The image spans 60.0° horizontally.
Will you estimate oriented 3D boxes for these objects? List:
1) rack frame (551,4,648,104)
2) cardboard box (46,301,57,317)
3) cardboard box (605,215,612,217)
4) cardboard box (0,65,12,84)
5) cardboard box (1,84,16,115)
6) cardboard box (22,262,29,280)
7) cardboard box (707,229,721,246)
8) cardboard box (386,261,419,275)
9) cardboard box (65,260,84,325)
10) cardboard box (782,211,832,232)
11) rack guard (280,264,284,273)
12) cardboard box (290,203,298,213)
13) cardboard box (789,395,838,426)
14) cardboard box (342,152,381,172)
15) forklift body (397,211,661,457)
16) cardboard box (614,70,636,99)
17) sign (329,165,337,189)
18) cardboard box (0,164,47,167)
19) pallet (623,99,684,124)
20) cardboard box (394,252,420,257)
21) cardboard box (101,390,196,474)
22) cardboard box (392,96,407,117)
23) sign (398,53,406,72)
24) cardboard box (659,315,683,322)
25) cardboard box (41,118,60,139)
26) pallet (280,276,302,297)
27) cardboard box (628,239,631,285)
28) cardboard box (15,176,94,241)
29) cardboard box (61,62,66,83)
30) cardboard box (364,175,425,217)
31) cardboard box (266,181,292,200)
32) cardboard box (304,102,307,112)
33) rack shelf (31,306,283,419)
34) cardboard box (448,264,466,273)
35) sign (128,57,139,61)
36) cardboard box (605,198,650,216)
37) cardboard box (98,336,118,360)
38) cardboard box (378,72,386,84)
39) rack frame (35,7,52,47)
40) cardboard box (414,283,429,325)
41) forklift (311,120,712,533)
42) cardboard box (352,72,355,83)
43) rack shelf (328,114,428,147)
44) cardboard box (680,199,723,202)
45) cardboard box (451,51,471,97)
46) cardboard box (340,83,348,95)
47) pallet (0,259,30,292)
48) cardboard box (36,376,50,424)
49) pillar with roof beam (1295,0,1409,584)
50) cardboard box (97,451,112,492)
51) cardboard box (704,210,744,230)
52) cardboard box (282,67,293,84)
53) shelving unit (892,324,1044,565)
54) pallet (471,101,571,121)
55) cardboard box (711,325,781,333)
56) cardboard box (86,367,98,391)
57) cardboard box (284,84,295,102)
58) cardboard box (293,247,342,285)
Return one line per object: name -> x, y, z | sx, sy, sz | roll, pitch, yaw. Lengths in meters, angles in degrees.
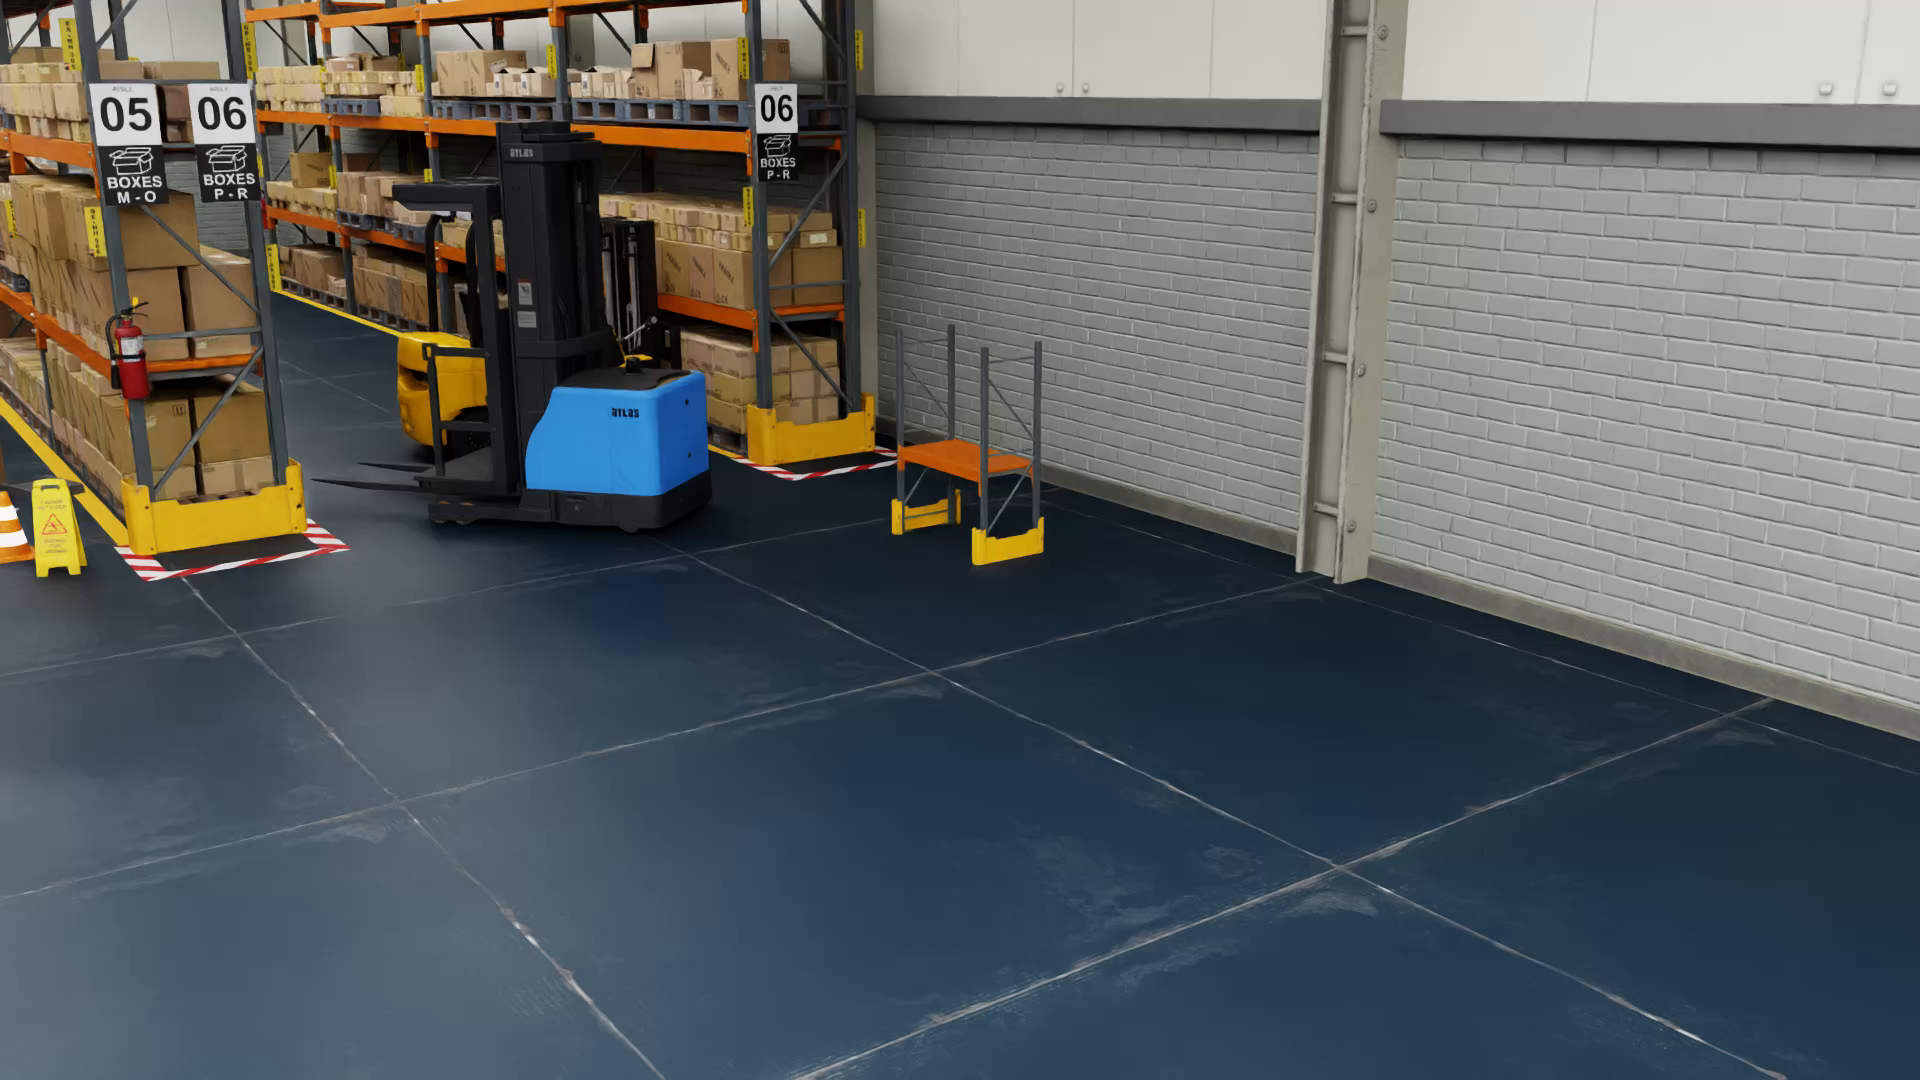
rack frame -> -3.682, -5.960, 16.804 | 1.000, 3.000, 0.127 | -11, 19, -35
cardboard box -> -7.578, -2.011, 14.216 | 0.380, 0.149, 0.250 | -10, 18, -33
cardboard box -> -3.293, -3.148, 16.476 | 0.380, 0.149, 0.250 | -10, 18, -33
cardboard box -> -7.774, -3.887, 13.879 | 0.380, 0.149, 0.250 | -11, 19, -36
cardboard box -> -7.657, -3.676, 13.864 | 0.500, 0.250, 0.500 | -11, 19, -36
cardboard box -> -8.221, -2.443, 15.001 | 0.380, 0.149, 0.250 | -11, 19, -34
cardboard box -> -2.038, -2.718, 14.908 | 0.380, 0.149, 0.250 | -10, 18, -34
cardboard box -> -7.572, -3.697, 22.613 | 0.380, 0.149, 0.250 | -10, 18, -33
cardboard box -> -6.467, -1.920, 12.658 | 0.500, 0.500, 0.500 | -11, 19, -35
cardboard box -> -1.355, -2.821, 14.720 | 0.380, 0.149, 0.250 | -11, 19, -36
rack guard -> -10.693, -4.407, 27.229 | 1.175, 0.500, 0.348 | -11, 19, -35
cardboard box -> -10.049, -5.112, 25.546 | 0.380, 0.149, 0.250 | -12, 19, -36
cardboard box -> -1.461, -1.223, 15.277 | 0.500, 0.250, 0.500 | -11, 19, -34
cardboard box -> -9.046, -5.566, 25.032 | 0.500, 0.500, 0.500 | -11, 19, -36
forklift body -> -3.921, -1.924, 15.032 | 2.313, 2.155, 1.214 | -11, 19, -35
cardboard box -> -3.055, -4.335, 15.819 | 0.396, 0.266, 0.258 | -11, 19, -36
sign -> -8.820, -5.106, 23.410 | 0.100, 0.325, 0.005 | -11, 19, -35
cardboard box -> -10.730, -4.040, 19.071 | 0.500, 0.500, 0.500 | -10, 18, -33
pallet -> -2.446, -4.032, 15.610 | 1.003, 0.211, 1.213 | -11, 19, -35
cardboard box -> -7.936, -4.050, 23.903 | 0.380, 0.149, 0.250 | -12, 19, -37
cardboard box -> -6.025, -0.809, 12.343 | 0.500, 0.500, 0.500 | -11, 19, -34
cardboard box -> -6.828, -5.474, 20.995 | 0.500, 0.250, 0.500 | -11, 19, -34
sign -> -7.939, -6.747, 23.639 | 0.100, 0.325, 0.005 | -11, 19, -35
cardboard box -> -3.057, -2.057, 16.430 | 0.500, 0.250, 0.500 | -10, 18, -33
cardboard box -> -6.718, -3.120, 12.587 | 0.380, 0.149, 0.250 | -11, 19, -35
pallet -> -10.223, -4.097, 26.646 | 1.003, 0.211, 1.213 | -11, 19, -35
cardboard box -> -3.014, -2.762, 16.297 | 0.500, 0.500, 0.500 | -11, 19, -35
cardboard box -> -7.329, -2.729, 13.717 | 0.700, 0.500, 0.500 | -11, 19, -34
cardboard box -> -6.311, -3.405, 12.120 | 0.380, 0.149, 0.250 | -11, 19, -35
cardboard box -> -7.516, -4.609, 22.248 | 0.700, 0.500, 0.500 | -11, 19, -35
cardboard box -> -10.689, -5.561, 26.432 | 0.500, 0.250, 0.500 | -11, 19, -34
cardboard box -> -9.402, -6.357, 24.414 | 0.380, 0.149, 0.250 | -10, 18, -33
rack shelf -> -6.519, -1.521, 13.313 | 1.077, 0.370, 4.000 | -11, 19, -35
cardboard box -> -6.711, -3.612, 22.301 | 0.380, 0.149, 0.250 | -11, 19, -36
sign -> -7.260, -4.077, 14.628 | 0.100, 0.325, 0.005 | -11, 19, -35
cardboard box -> -3.282, -3.291, 16.435 | 0.380, 0.149, 0.250 | -10, 18, -33
cardboard box -> -5.974, -1.403, 11.996 | 0.380, 0.149, 0.250 | -11, 19, -35
cardboard box -> -7.238, -5.935, 21.361 | 0.380, 0.149, 0.250 | -11, 19, -34
rack frame -> -10.047, -6.042, 17.107 | 1.000, 3.000, 0.127 | -11, 19, -35
cardboard box -> -6.742, -3.082, 21.596 | 0.500, 0.500, 0.500 | -11, 19, -35
forklift -> -3.512, -1.657, 12.577 | 3.031, 2.935, 1.130 | 4, 16, 14
cardboard box -> -7.865, -6.159, 22.143 | 0.380, 0.149, 0.250 | -11, 19, -34
rack shelf -> -7.210, -5.447, 21.976 | 1.077, 0.370, 4.000 | -11, 19, -35
cardboard box -> -2.523, -3.271, 16.363 | 0.380, 0.149, 0.250 | -11, 19, -35
cardboard box -> -5.427, -5.381, 19.199 | 0.700, 0.500, 0.500 | -11, 19, -36
cardboard box -> -8.100, -6.058, 22.338 | 0.380, 0.149, 0.250 | -11, 19, -34
pallet -> -8.850, -2.640, 16.403 | 1.003, 0.211, 1.213 | -11, 19, -35
cardboard box -> -8.005, -1.341, 15.478 | 0.950, 0.372, 0.625 | -11, 19, -34
pillar with roof beam -> -0.965, -3.445, 7.615 | 9.100, 9.000, 0.400 | -11, 19, -35
cardboard box -> -6.334, -0.560, 12.852 | 0.500, 0.250, 0.500 | -11, 19, -34
cardboard box -> -2.057, -2.860, 14.861 | 0.380, 0.149, 0.250 | -10, 18, -33
cardboard box -> -9.782, -6.930, 24.805 | 0.500, 0.250, 0.500 | -10, 18, -33
shelving unit -> 0.045, -0.707, 11.819 | 0.587, 1.500, 1.083 | -11, 19, -35
pallet -> -4.903, -4.906, 18.996 | 1.003, 0.211, 1.213 | -10, 18, -32
cardboard box -> -2.042, -1.917, 15.917 | 0.500, 0.250, 0.500 | -11, 19, -35
cardboard box -> -6.440, -1.244, 12.704 | 0.380, 0.149, 0.250 | -10, 18, -34
cardboard box -> -9.768, -6.686, 24.860 | 0.500, 0.250, 0.500 | -11, 19, -35
cardboard box -> -9.983, -4.291, 26.013 | 0.700, 0.500, 0.500 | -10, 18, -32
